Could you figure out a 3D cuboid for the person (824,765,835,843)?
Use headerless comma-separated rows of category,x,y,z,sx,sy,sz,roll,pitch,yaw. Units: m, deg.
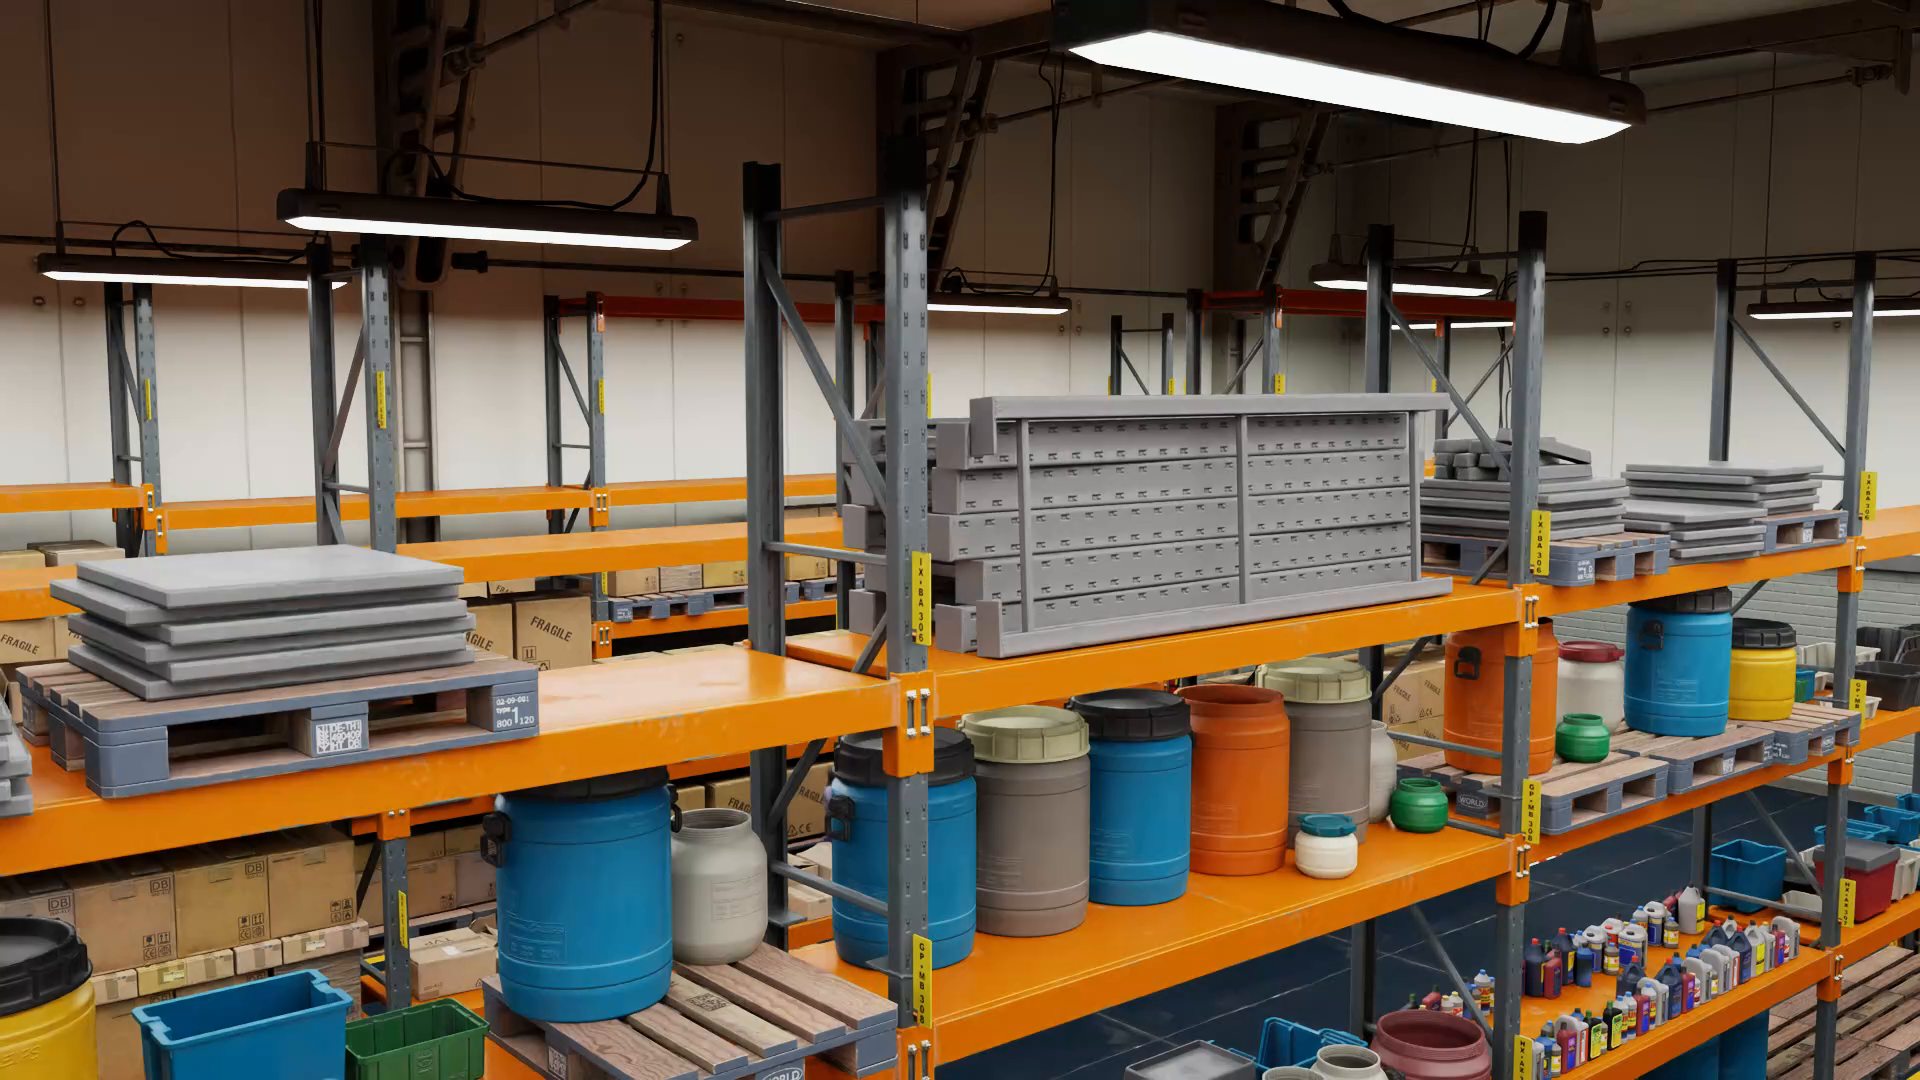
person,-1.058,2.862,15.419,0.441,1.635,0.488,0,6,-3
